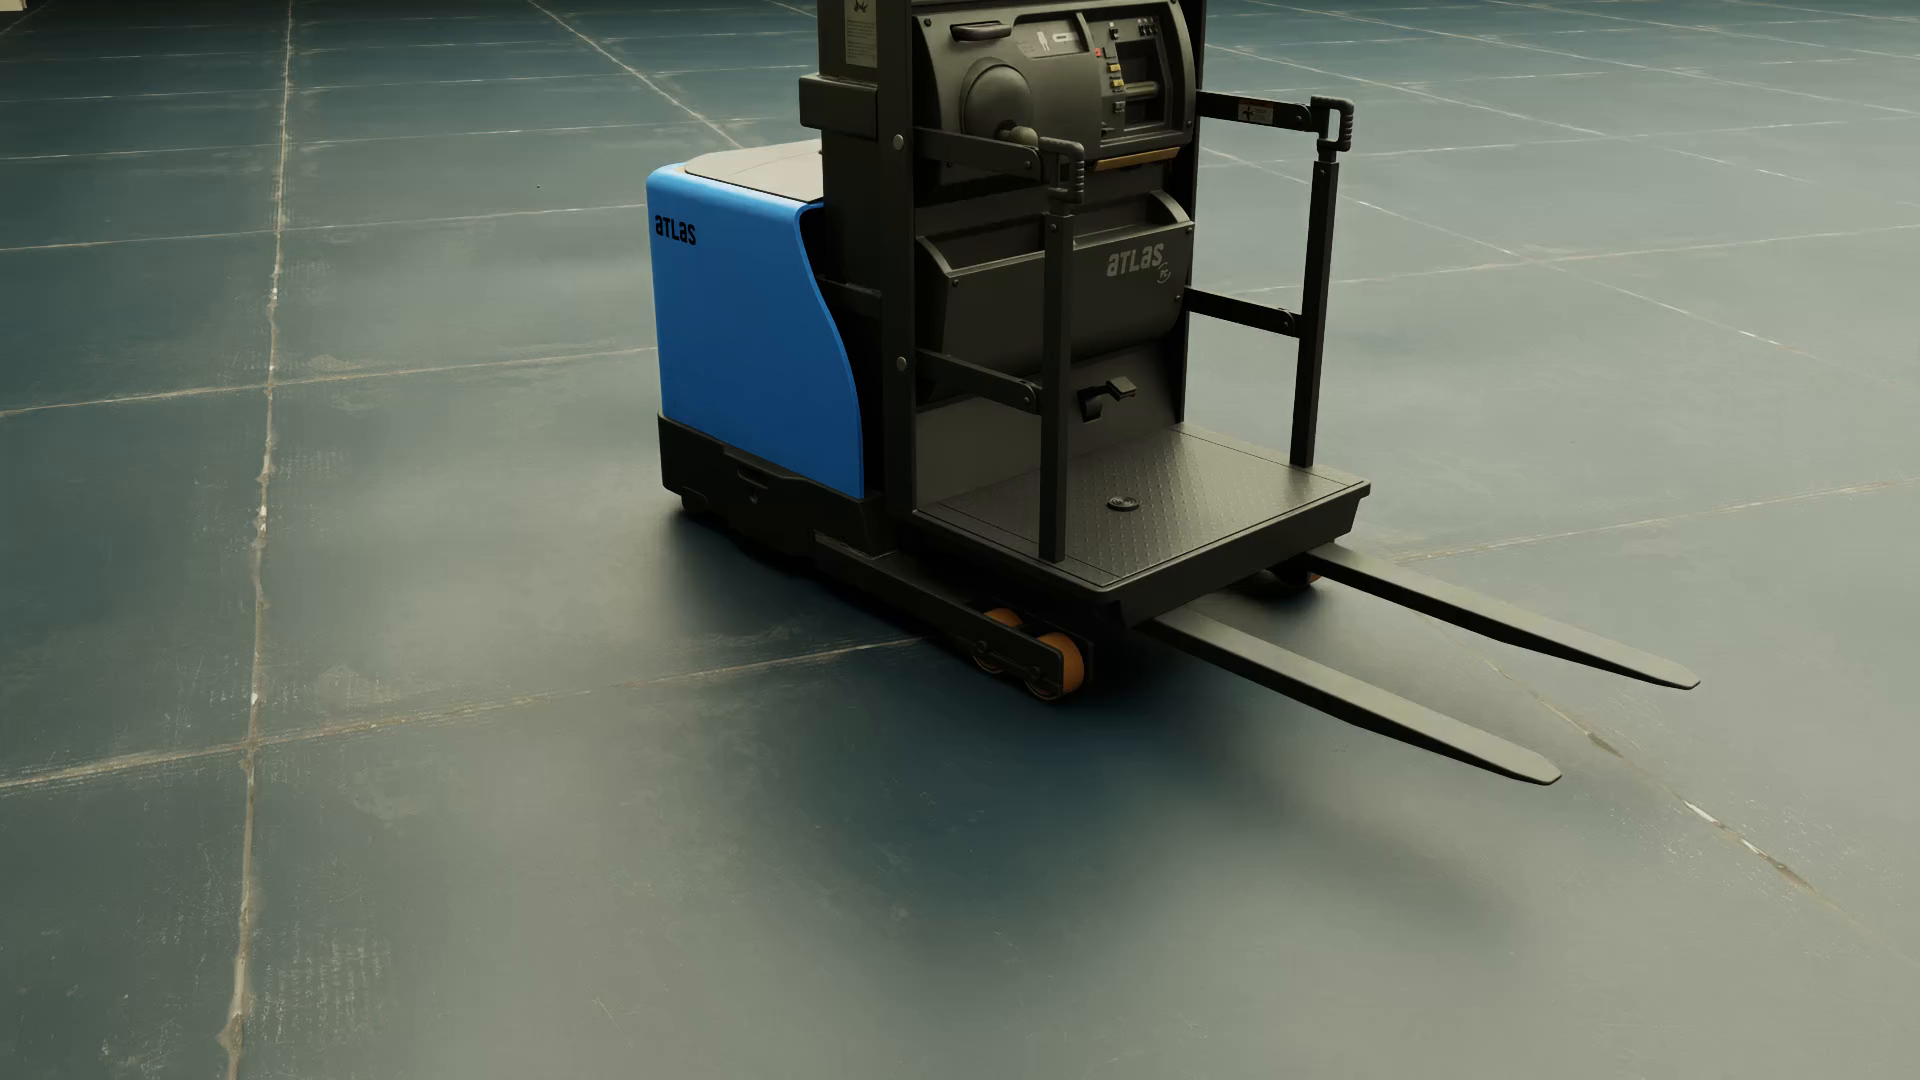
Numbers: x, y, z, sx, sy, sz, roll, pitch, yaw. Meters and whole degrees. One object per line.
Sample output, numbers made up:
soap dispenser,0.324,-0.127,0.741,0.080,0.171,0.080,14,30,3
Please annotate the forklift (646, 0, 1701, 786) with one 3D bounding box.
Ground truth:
forklift,0.409,-1.176,4.096,1.130,2.935,3.031,-19,30,-38
